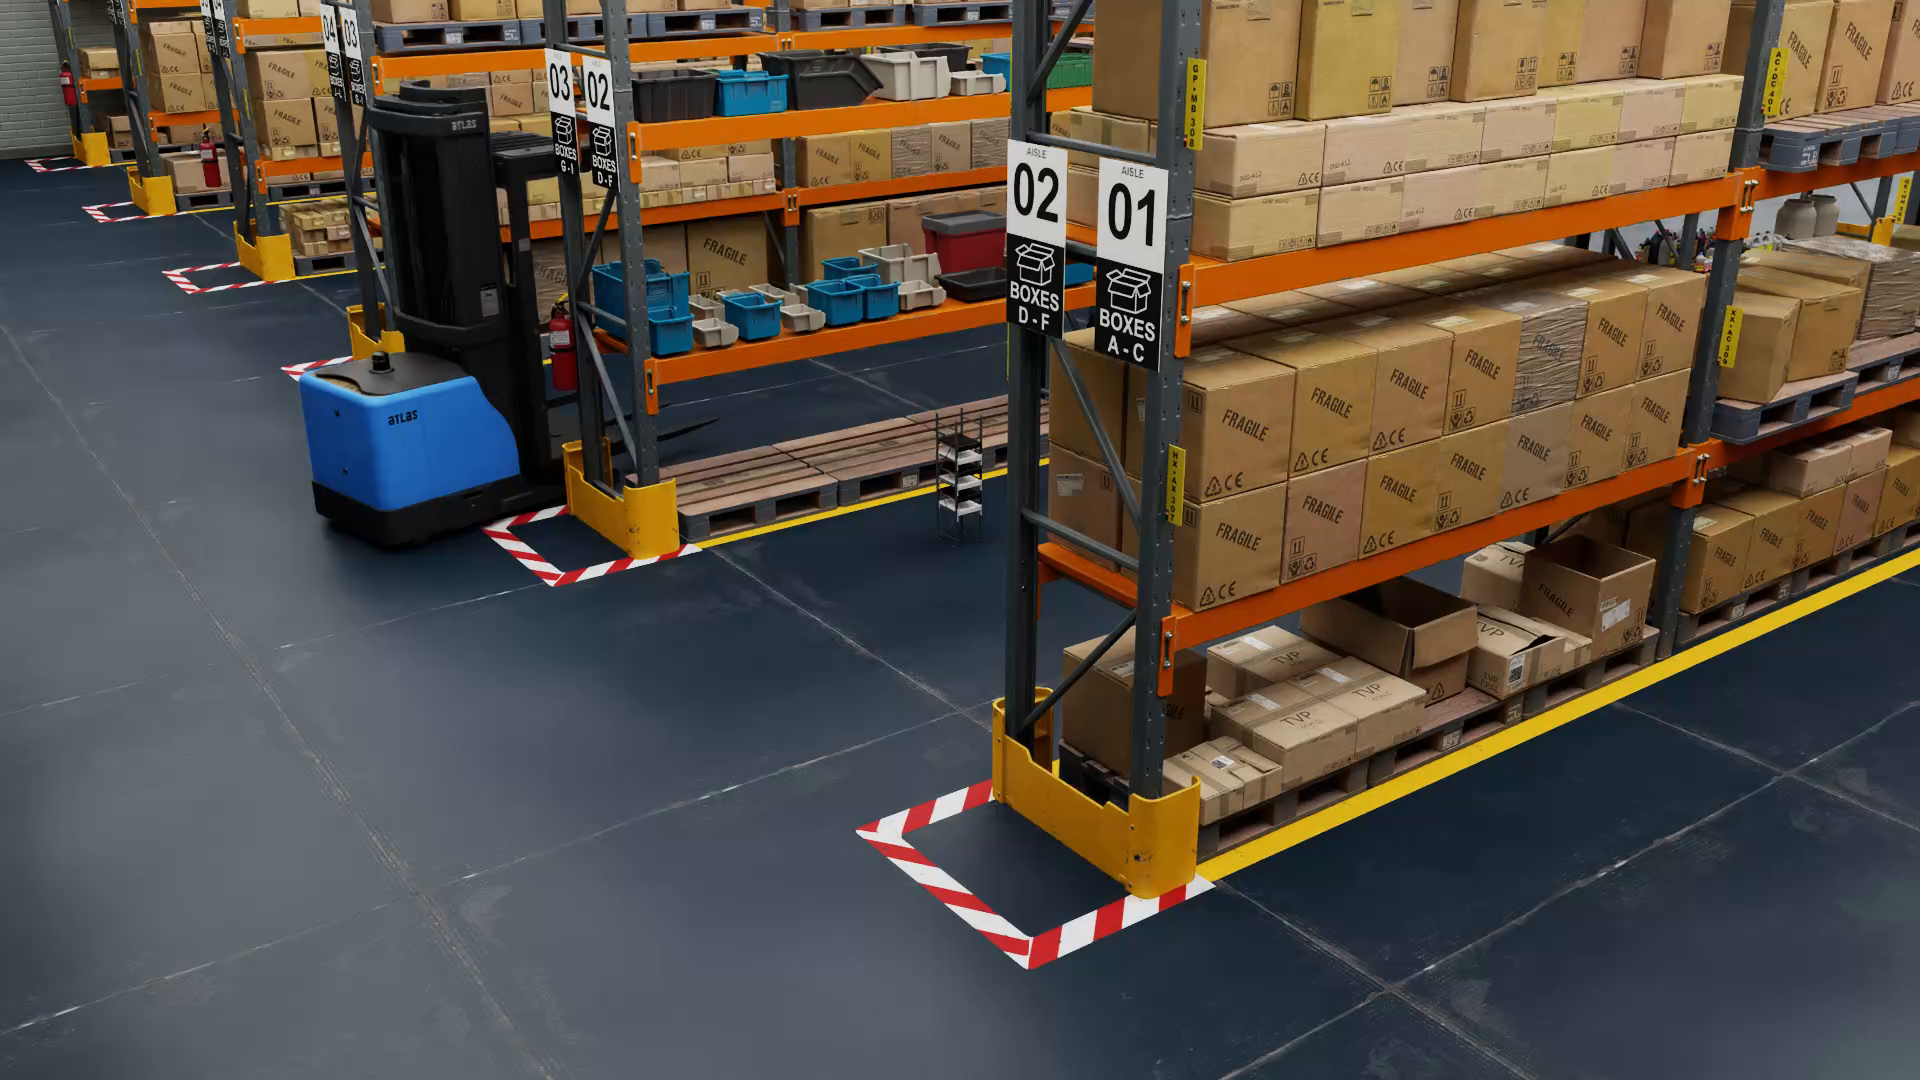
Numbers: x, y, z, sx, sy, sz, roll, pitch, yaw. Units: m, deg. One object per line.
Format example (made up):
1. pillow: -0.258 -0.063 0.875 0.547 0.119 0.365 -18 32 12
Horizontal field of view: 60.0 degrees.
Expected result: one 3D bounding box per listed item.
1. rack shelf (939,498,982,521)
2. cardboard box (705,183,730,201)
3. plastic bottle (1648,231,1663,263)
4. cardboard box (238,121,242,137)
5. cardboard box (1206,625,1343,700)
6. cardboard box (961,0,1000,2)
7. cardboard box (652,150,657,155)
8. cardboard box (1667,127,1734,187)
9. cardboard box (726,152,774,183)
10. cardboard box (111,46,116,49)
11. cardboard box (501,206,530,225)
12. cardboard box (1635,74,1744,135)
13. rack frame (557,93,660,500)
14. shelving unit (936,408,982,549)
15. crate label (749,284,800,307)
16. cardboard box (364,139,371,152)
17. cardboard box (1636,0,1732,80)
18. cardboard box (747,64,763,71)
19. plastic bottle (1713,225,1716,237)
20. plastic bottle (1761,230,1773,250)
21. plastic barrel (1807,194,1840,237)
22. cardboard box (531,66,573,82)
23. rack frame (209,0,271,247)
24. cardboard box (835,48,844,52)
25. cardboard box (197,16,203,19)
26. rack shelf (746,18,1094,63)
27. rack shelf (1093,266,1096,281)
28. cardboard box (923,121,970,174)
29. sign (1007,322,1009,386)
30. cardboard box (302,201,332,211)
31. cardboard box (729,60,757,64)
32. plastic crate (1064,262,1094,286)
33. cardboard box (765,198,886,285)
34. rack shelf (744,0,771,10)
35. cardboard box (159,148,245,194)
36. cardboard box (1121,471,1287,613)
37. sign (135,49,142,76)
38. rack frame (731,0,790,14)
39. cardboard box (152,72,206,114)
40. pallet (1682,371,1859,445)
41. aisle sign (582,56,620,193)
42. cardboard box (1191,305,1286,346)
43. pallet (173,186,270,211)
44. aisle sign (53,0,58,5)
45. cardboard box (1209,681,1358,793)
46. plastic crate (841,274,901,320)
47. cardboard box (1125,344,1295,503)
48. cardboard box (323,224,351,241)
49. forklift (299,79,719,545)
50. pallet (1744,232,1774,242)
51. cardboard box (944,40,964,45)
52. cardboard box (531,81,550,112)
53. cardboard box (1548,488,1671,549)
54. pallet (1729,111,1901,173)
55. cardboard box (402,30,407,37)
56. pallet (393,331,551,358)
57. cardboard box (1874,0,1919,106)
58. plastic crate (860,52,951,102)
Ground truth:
1. rack shelf: -0.007 -0.218 11.304 0.200 0.077 0.258 -15 26 -33
2. cardboard box: -2.456 -3.437 16.300 0.250 0.149 0.380 -15 26 -34
3. plastic bottle: 7.758 -3.271 18.526 0.185 0.351 0.144 -16 27 -34
4. cardboard box: -11.808 -6.973 27.630 0.500 0.500 0.700 -16 27 -35
5. cardboard box: 1.639 0.702 8.706 0.500 0.250 0.500 -15 26 -33
6. cardboard box: 0.162 -5.963 17.543 0.500 0.500 0.500 -13 25 -30
7. cardboard box: -2.925 -4.115 16.450 0.500 0.500 0.500 -15 26 -33
8. cardboard box: 3.560 -1.986 8.482 0.500 0.250 0.500 -15 26 -33
9. cardboard box: -2.188 -3.723 16.480 0.500 0.250 0.500 -15 26 -34
10. cardboard box: -13.281 -7.796 26.688 0.500 0.250 0.500 -15 26 -33
11. cardboard box: -4.123 -2.992 15.187 0.250 0.149 0.380 -15 26 -34
12. cardboard box: 3.564 -2.217 8.385 0.500 0.250 0.500 -15 26 -33
13. rack frame: -2.337 -1.473 11.041 0.127 3.000 1.000 -15 26 -33
14. shelving unit: -0.007 -0.416 11.225 0.210 0.900 0.258 -15 26 -33
15. crate label: -1.325 -1.736 11.973 0.243 0.136 0.396 -15 26 -33
16. cardboard box: -6.793 -4.591 19.192 0.250 0.149 0.380 -15 26 -33
17. cardboard box: 3.427 -2.635 8.422 0.500 0.500 0.700 -15 26 -33
18. cardboard box: -2.731 -6.040 21.456 0.250 0.149 0.380 -13 25 -30
19. plastic bottle: 8.719 -3.501 19.210 0.097 0.271 0.097 0 22 0
20. plastic bottle: 8.951 -3.268 18.518 0.185 0.351 0.144 -14 26 -31
21. plastic barrel: 10.161 -3.811 19.689 0.421 0.512 0.421 0 22 0
22. cardboard box: -5.021 -5.809 20.021 0.500 0.500 0.500 -16 27 -35
23. rack frame: -8.044 -4.477 18.570 0.127 3.000 1.000 -15 26 -33
24. cardboard box: -2.150 -8.251 27.800 0.250 0.149 0.380 -15 26 -32
25. cardboard box: -10.262 -7.080 22.733 0.250 0.149 0.380 -14 26 -32
26. rack shelf: -0.359 -5.321 17.607 4.000 0.370 1.077 -15 26 -33
27. rack shelf: 2.533 -2.438 14.429 4.000 0.370 1.077 -15 26 -33
28. cardboard box: -0.233 -4.231 17.816 0.500 0.500 0.500 -14 26 -32
29. sign: 0.245 -0.838 7.461 0.005 0.325 0.100 -15 26 -33
30. cardboard box: -7.525 -3.853 19.481 0.250 0.149 0.380 -14 26 -32
31. cardboard box: -2.891 -6.295 22.094 0.250 0.149 0.380 -14 25 -30
32. plastic crate: 0.730 -2.156 12.692 0.575 0.384 0.392 -15 26 -33
33. cardboard box: -1.475 -3.182 17.623 0.875 0.875 1.225 -15 26 -33
34. rack shelf: -3.174 -6.835 21.402 4.000 0.370 1.077 -15 26 -33
35. cardboard box: -10.540 -5.123 23.077 0.875 0.438 0.875 -16 27 -35
36. cardboard box: 1.067 -0.045 7.328 0.500 0.500 0.500 -14 26 -32
37. sign: -10.698 -6.215 21.650 0.005 0.325 0.100 -15 26 -33
38. rack frame: -1.983 -6.615 15.833 0.127 3.000 1.000 -15 26 -33
39. cardboard box: -10.460 -6.009 22.272 0.500 0.500 0.500 -15 26 -33
40. pallet: 4.512 -0.899 9.861 1.213 0.211 1.003 -15 26 -33
41. aisle sign: -2.222 -2.576 10.296 0.004 0.787 0.394 -15 26 -33
42. cardboard box: 1.163 -0.782 7.824 0.500 0.500 0.500 -14 26 -31
43. pallet: -10.414 -4.846 23.256 1.213 0.211 1.003 -15 26 -33
44. aisle sign: -13.803 -8.542 25.247 0.004 0.787 0.394 -15 26 -33
45. cardboard box: 1.566 0.950 8.085 0.500 0.250 0.500 -15 26 -33
46. plastic crate: -0.632 -1.728 11.824 0.300 0.233 0.416 -15 26 -33
47. cardboard box: 1.067 -0.510 7.143 0.500 0.500 0.500 -14 26 -31
48. cardboard box: -7.214 -3.565 19.162 0.250 0.149 0.380 -15 26 -33
49. forklift: -3.175 -1.792 11.931 1.130 2.935 3.031 19 28 39
50. pallet: 9.954 -3.436 19.723 1.213 0.211 1.003 -15 26 -33
51. cardboard box: -0.355 -7.036 23.496 0.500 0.500 0.700 -15 26 -34
52. cardboard box: -5.025 -5.338 20.190 0.500 0.500 0.500 -15 26 -33
53. cardboard box: 4.033 -0.084 10.340 0.500 0.500 0.500 -15 26 -33
54. pallet: 4.370 -2.274 9.254 1.003 0.211 1.213 -15 26 -33
55. cardboard box: -7.992 -7.136 23.748 0.500 0.500 0.500 -15 26 -33
56. pallet: -4.626 -1.865 15.785 1.213 0.211 1.003 -15 26 -33
57. cardboard box: 5.333 -2.906 9.747 0.600 0.600 0.600 -16 27 -35
58. plastic crate: -0.358 -3.198 11.477 0.530 0.282 0.437 -15 26 -33
